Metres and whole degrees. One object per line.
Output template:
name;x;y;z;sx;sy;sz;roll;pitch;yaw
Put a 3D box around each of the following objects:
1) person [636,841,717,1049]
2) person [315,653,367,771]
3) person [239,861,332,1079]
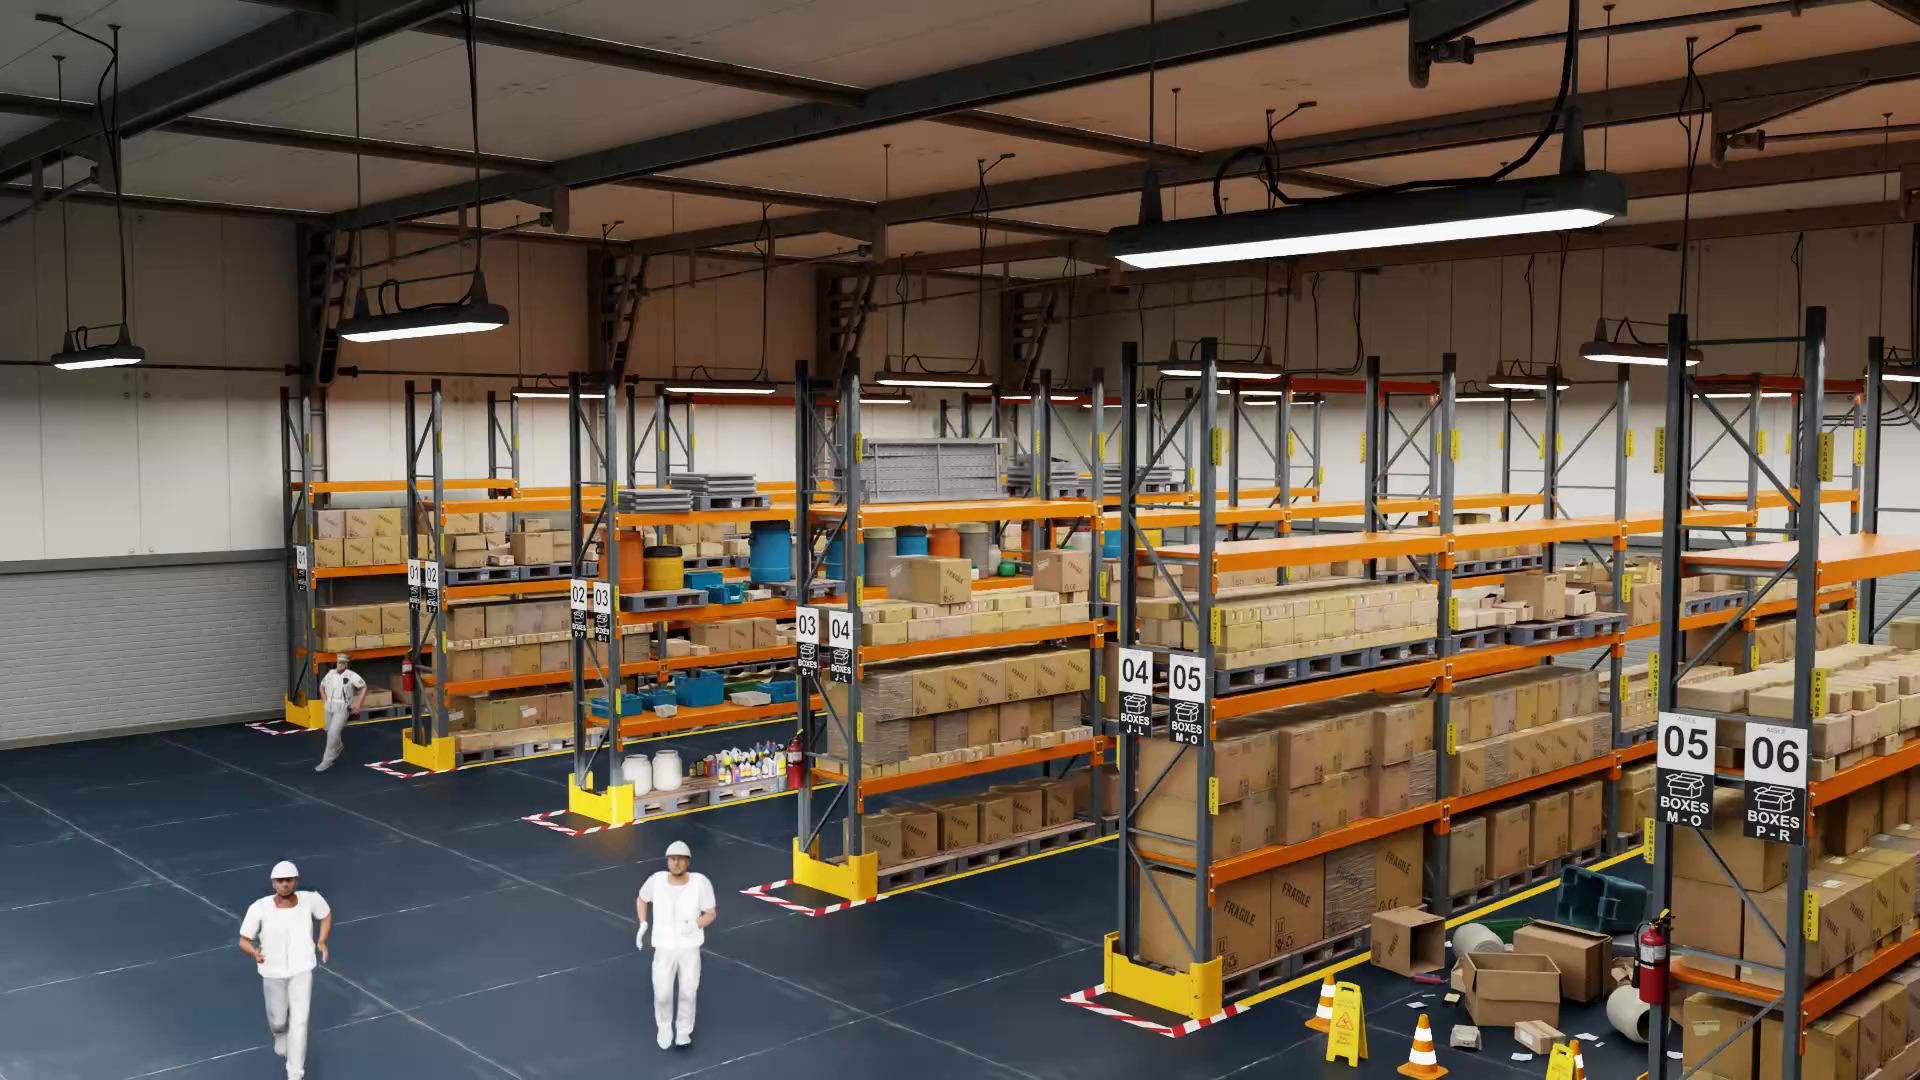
person;-2.364;3.387;13.846;0.669;1.742;0.654;0;4;-7
person;-9.618;2.631;25.795;0.734;1.773;0.896;1;4;11
person;-5.354;3.429;13.218;0.684;1.762;0.933;-2;4;-23
